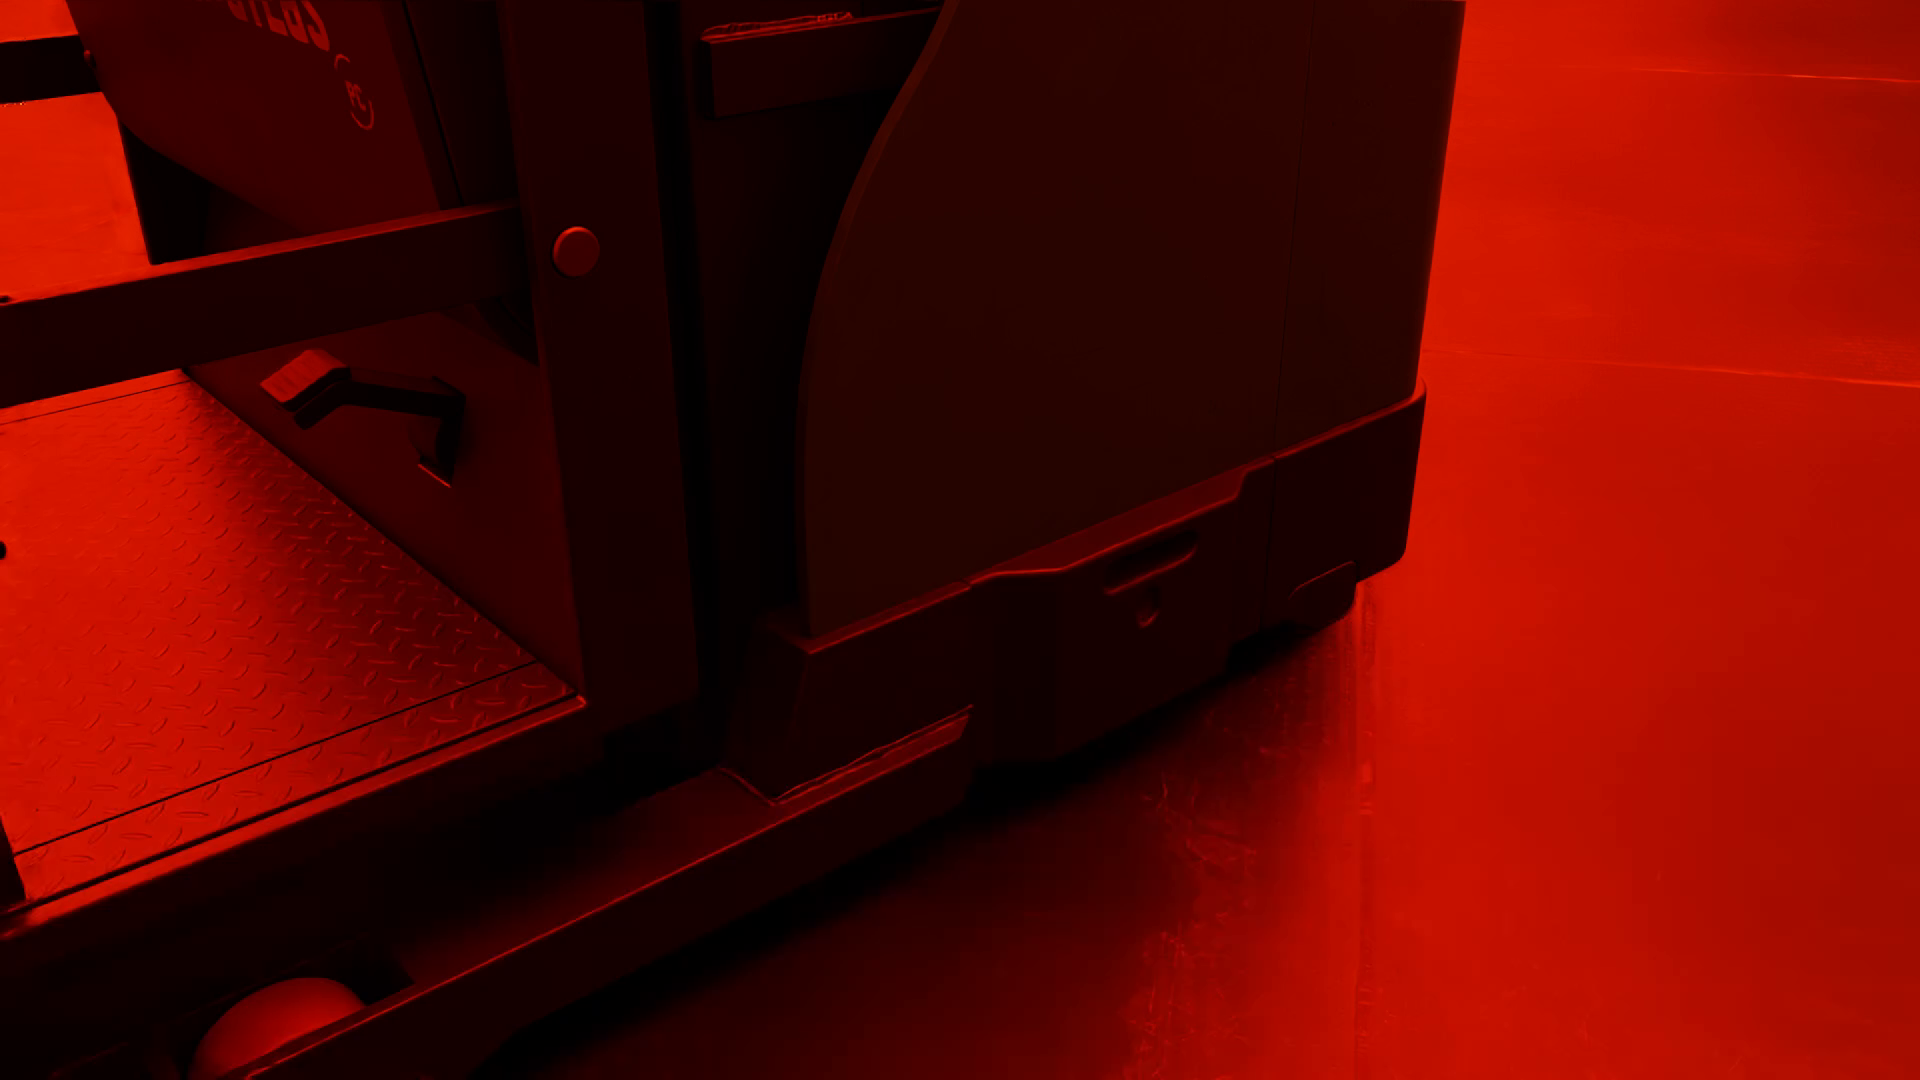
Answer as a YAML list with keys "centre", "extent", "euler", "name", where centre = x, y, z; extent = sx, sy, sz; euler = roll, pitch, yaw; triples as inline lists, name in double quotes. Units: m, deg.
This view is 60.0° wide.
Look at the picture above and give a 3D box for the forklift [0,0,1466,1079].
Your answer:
- centre: [-0.822, -0.974, 1.176]
  extent: [3.031, 2.935, 1.130]
  euler: [-21, 34, -36]
  name: "forklift"
